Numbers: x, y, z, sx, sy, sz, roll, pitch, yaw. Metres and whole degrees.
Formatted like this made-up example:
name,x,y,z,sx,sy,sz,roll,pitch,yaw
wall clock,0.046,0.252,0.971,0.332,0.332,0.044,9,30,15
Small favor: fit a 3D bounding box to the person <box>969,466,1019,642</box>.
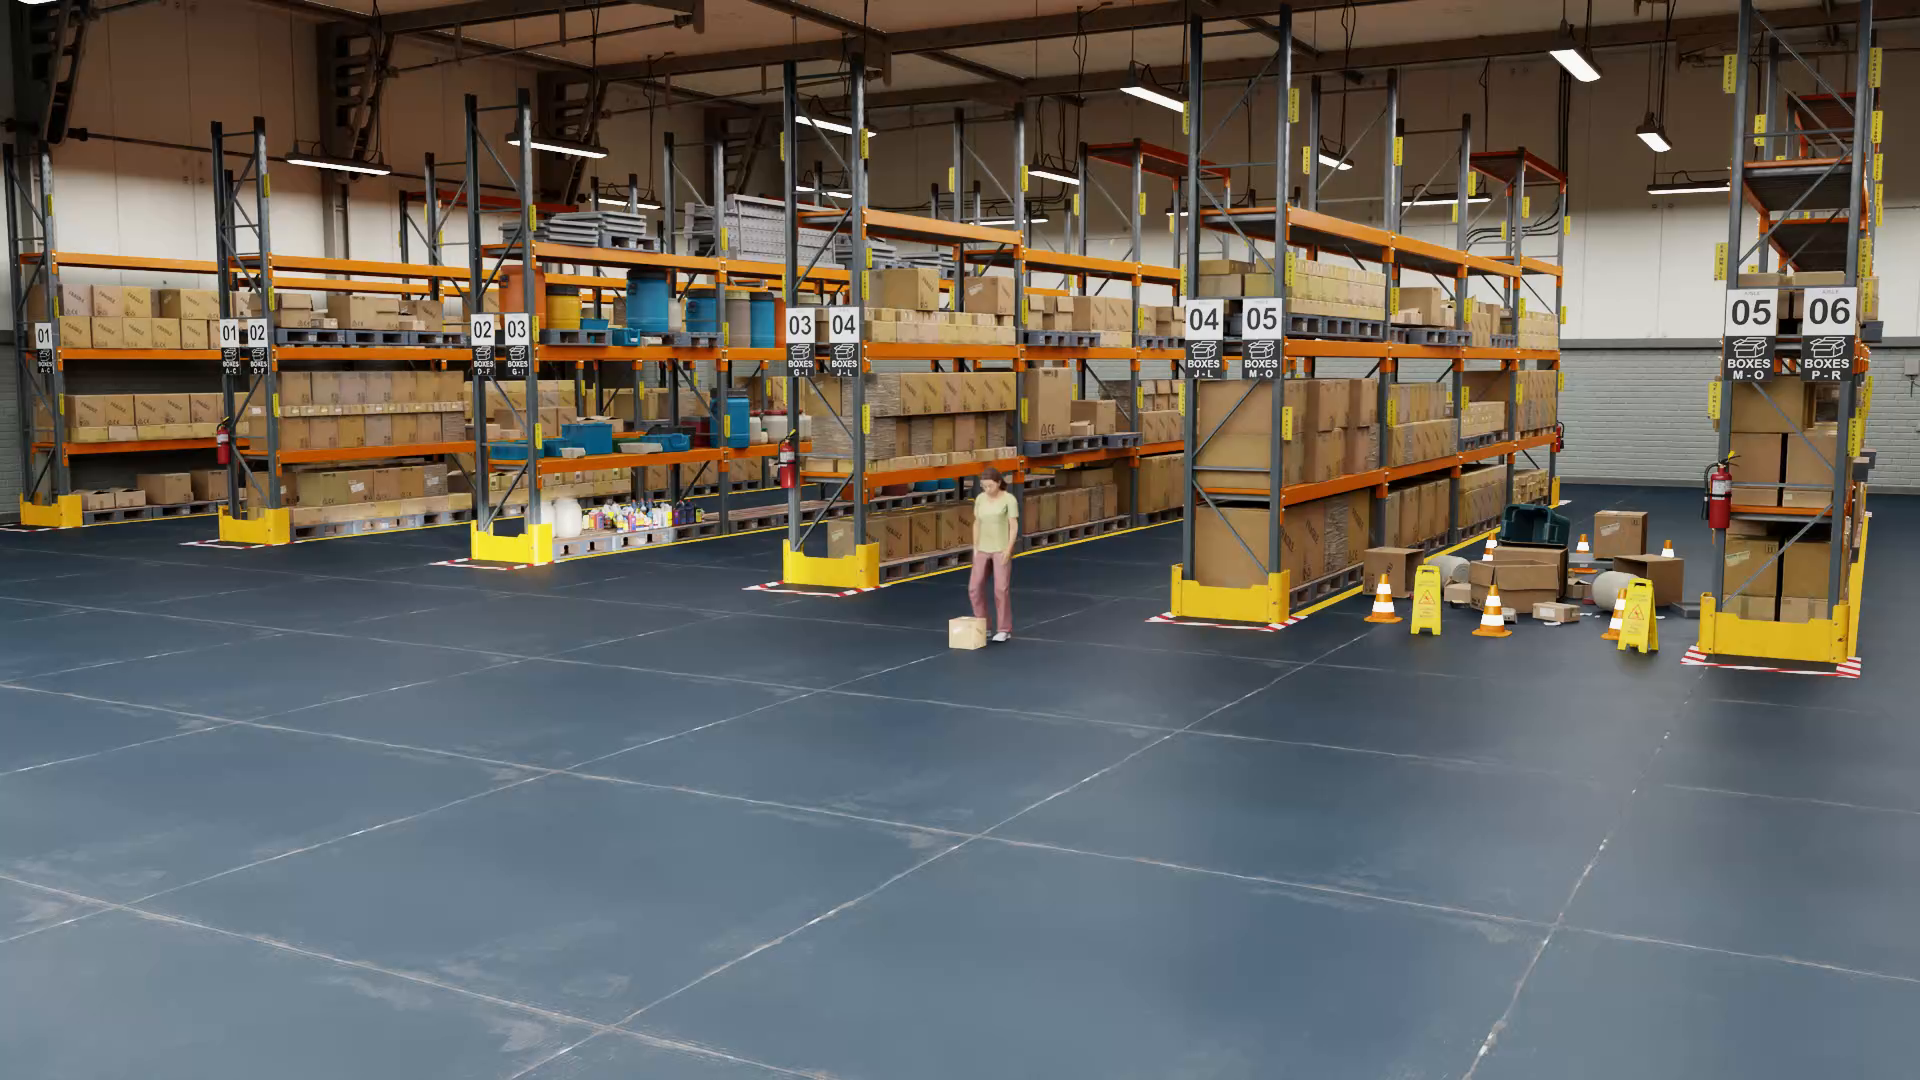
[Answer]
name,x,y,z,sx,sy,sz,roll,pitch,yaw
person,0.321,0.124,15.435,0.470,1.627,0.388,3,7,30
